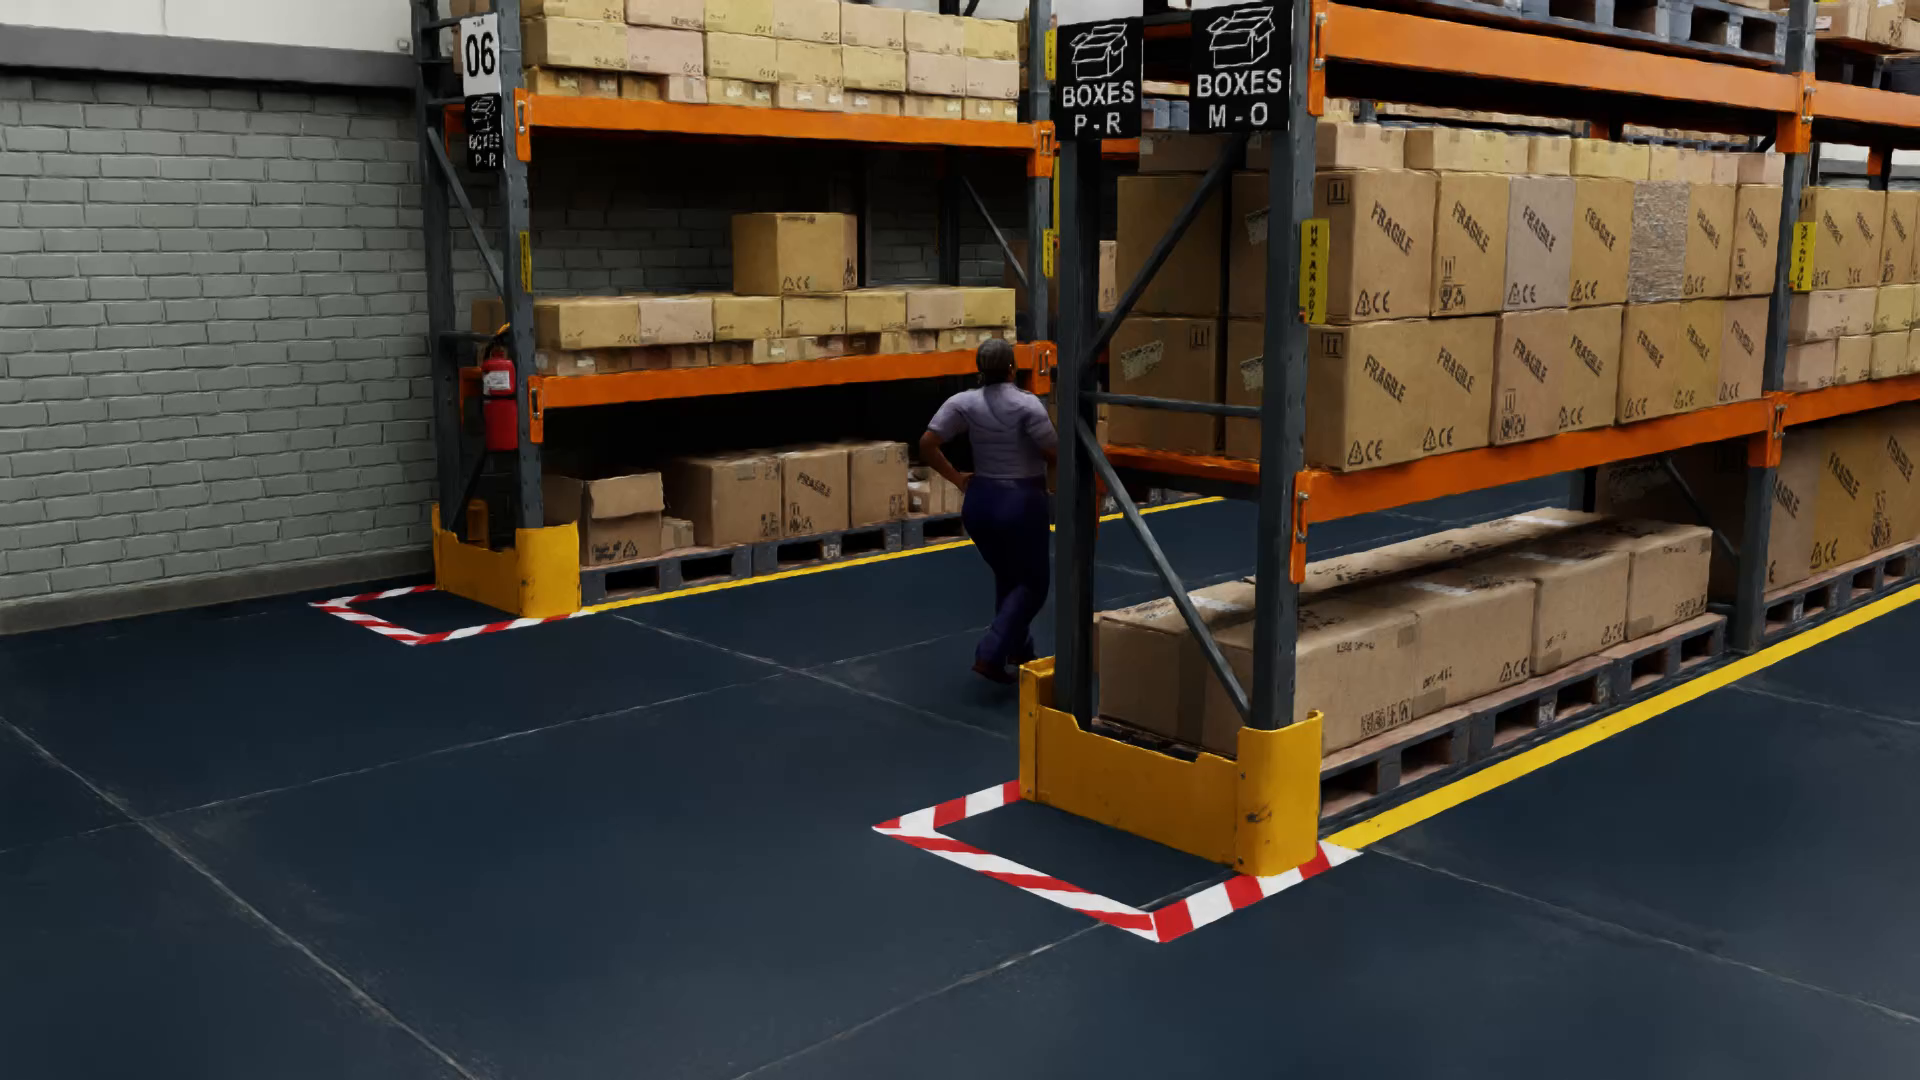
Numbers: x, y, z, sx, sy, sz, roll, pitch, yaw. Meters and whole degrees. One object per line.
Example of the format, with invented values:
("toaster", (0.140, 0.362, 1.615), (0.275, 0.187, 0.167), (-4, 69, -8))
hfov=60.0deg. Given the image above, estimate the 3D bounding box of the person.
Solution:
("person", (0.263, -0.113, 7.629), (0.579, 1.630, 0.785), (8, 13, 36))
